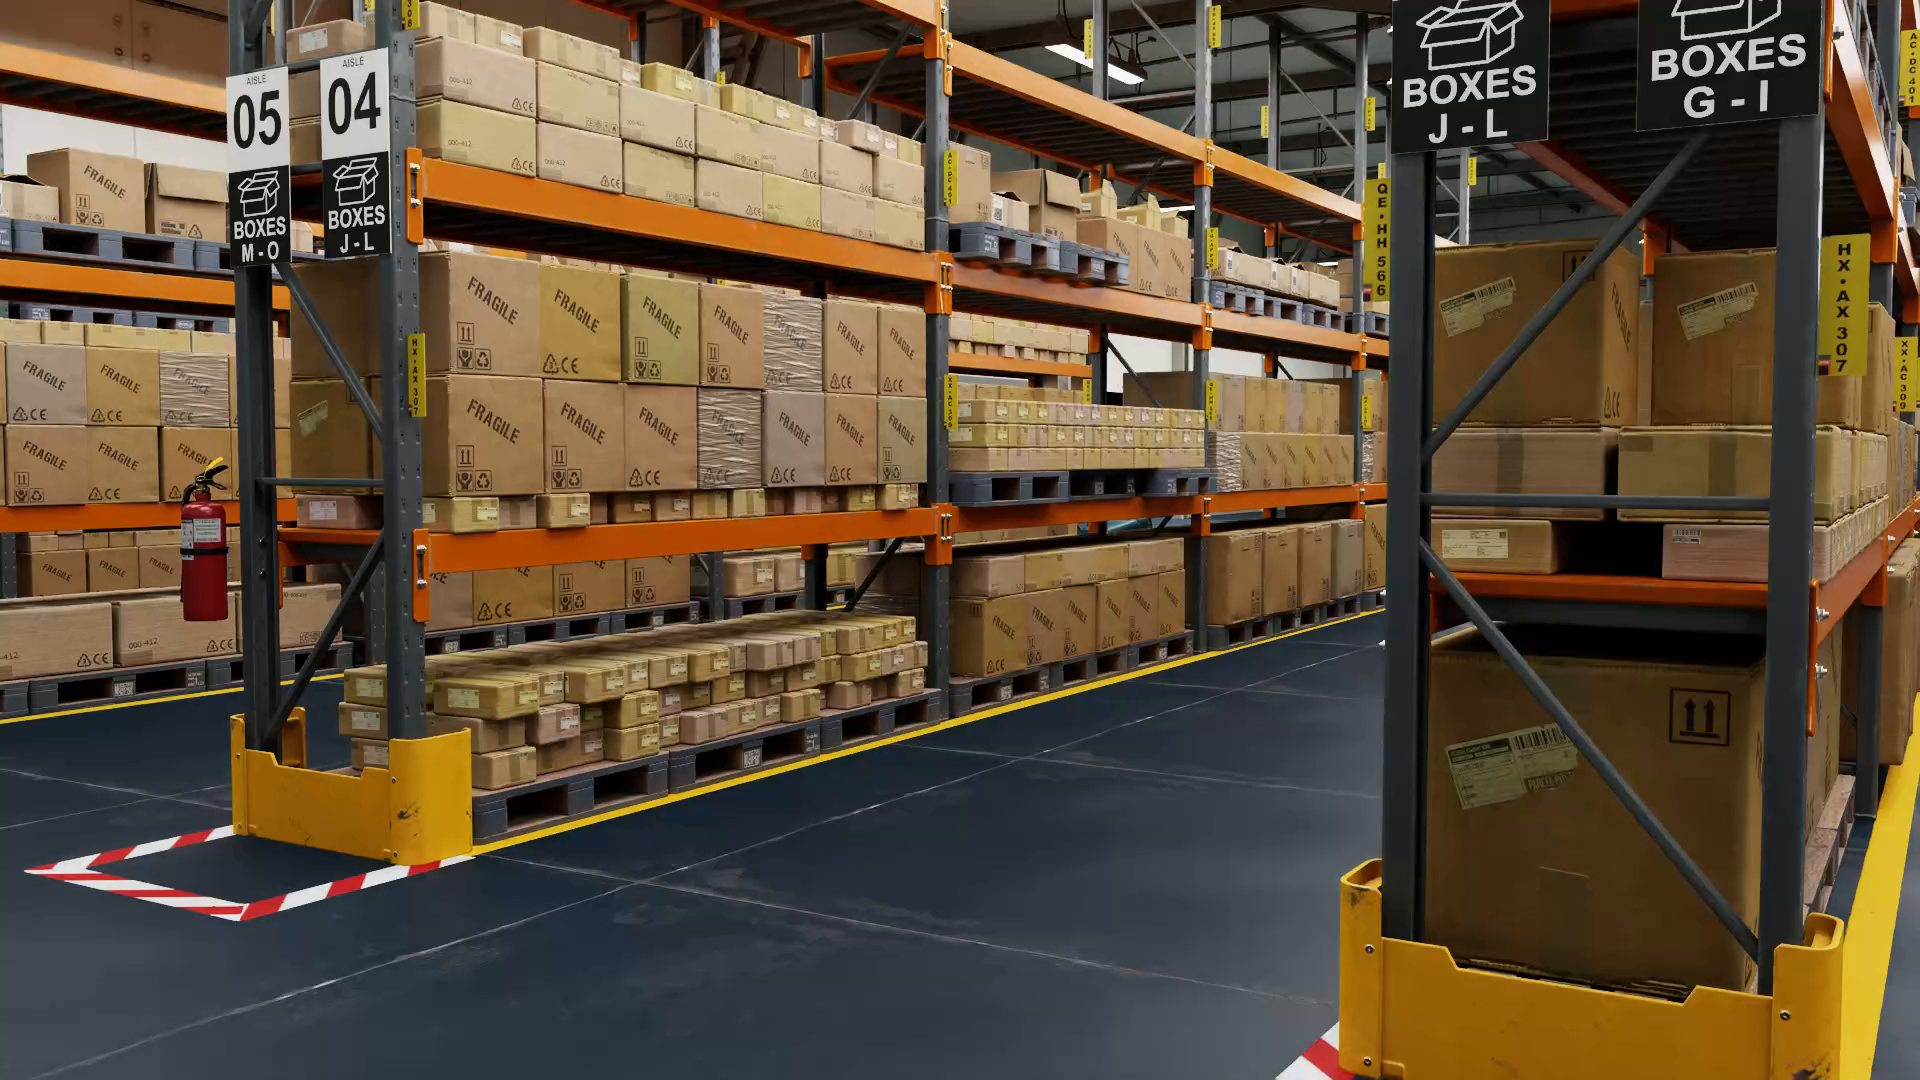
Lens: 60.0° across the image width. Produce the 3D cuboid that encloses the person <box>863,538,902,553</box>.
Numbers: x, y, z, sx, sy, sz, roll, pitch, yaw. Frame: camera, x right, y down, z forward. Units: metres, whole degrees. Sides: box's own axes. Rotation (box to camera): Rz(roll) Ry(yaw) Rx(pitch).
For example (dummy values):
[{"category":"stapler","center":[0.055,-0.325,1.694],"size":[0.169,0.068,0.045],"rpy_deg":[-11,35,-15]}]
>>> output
[{"category":"person","center":[-0.750,-0.030,16.395],"size":[0.461,1.593,0.365],"rpy_deg":[2,4,31]}]
